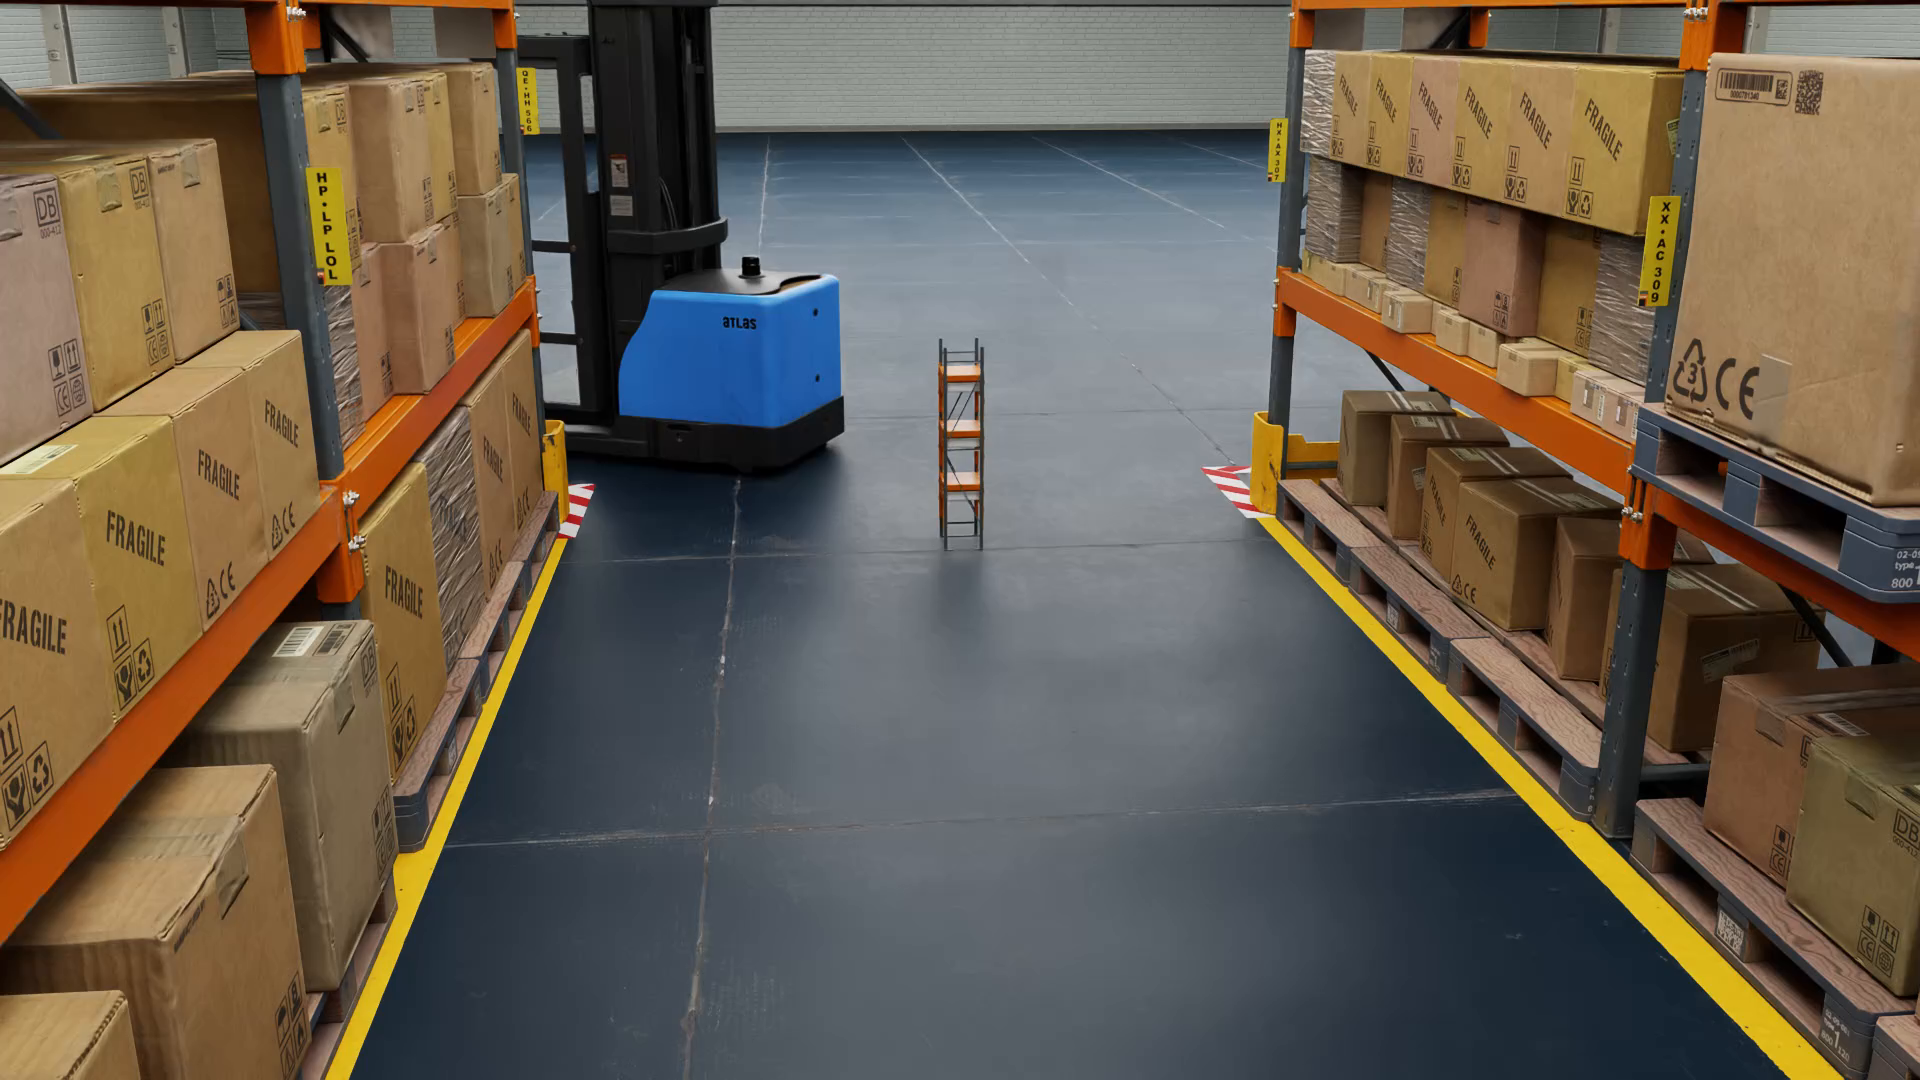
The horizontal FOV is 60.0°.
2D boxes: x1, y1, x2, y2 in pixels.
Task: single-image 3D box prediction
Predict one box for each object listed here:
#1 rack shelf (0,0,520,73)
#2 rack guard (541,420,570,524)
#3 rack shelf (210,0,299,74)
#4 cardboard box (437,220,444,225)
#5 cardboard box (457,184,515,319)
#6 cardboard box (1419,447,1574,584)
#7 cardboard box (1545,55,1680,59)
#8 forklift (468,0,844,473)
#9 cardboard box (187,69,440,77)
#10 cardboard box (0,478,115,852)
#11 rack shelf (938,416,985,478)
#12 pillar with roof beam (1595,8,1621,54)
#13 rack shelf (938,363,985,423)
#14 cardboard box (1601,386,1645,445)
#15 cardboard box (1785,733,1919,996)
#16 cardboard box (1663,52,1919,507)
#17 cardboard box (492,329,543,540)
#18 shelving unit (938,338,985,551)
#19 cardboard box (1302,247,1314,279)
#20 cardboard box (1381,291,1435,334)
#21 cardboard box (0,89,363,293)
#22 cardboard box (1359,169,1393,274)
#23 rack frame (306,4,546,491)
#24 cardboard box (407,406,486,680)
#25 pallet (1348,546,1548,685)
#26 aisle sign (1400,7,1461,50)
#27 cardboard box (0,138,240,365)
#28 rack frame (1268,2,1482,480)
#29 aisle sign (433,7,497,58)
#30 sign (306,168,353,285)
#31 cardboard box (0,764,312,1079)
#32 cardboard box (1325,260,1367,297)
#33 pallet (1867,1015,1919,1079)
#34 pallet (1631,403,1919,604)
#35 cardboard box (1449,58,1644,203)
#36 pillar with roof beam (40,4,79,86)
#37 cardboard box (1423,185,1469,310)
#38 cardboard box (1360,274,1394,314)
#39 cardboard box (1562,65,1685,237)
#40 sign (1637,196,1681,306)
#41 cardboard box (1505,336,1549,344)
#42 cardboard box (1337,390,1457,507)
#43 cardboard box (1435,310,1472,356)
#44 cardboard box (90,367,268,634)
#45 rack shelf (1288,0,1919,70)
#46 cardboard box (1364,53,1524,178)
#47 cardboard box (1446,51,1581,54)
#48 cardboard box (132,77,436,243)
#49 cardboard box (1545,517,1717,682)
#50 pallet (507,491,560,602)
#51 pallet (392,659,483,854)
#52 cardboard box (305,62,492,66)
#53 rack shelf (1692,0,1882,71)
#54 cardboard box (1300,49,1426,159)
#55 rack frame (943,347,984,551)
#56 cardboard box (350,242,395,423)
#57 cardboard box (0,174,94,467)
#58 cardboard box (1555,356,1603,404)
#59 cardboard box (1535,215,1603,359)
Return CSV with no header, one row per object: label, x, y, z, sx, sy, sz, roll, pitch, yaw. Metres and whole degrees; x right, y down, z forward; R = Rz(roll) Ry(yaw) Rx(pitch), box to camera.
rack shelf,-2.519,-2.028,6.324,1.077,0.370,4.000,-2,18,-6
rack guard,-2.727,-0.351,8.960,1.175,0.500,0.348,-2,18,-6
rack shelf,-2.106,-0.837,2.528,1.077,0.370,4.000,-2,18,-6
cardboard box,-2.534,-1.008,6.630,0.875,0.550,0.500,-2,18,-6
cardboard box,-2.563,-1.336,7.673,0.875,0.550,0.550,-2,18,-6
cardboard box,2.408,-0.117,7.513,0.500,0.500,0.500,0,17,0
cardboard box,2.671,-1.723,6.824,0.500,0.500,0.500,-2,18,-6
forklift,-2.316,-2.045,10.299,3.031,2.935,1.130,6,18,18
cardboard box,-2.654,-1.679,6.965,0.875,0.550,0.550,-2,18,-6
cardboard box,-1.834,0.207,2.843,0.500,0.500,0.500,-2,18,-6
rack shelf,0.006,-0.475,8.472,0.215,0.259,0.240,-2,18,-6
pillar with roof beam,10.556,-13.604,36.986,9.100,9.000,0.400,-2,18,-6
rack shelf,0.006,-0.746,8.387,0.215,0.259,0.240,-2,18,-6
cardboard box,2.317,-0.403,5.372,0.380,0.149,0.250,-2,18,-6
cardboard box,2.704,0.841,4.428,0.700,0.500,0.500,-2,18,-6
cardboard box,2.574,-0.713,4.239,1.000,1.000,1.000,-2,18,-5
cardboard box,-2.589,-0.523,8.181,0.875,0.875,0.875,-2,18,-5
shelving unit,0.006,-0.485,8.469,0.215,1.050,0.252,-2,18,-6
cardboard box,2.011,-1.447,8.699,0.380,0.149,0.250,-2,18,-6
cardboard box,2.070,-0.997,7.266,0.380,0.149,0.250,-2,18,-6
cardboard box,-2.316,-1.042,4.936,0.875,0.550,0.550,-2,18,-6
cardboard box,2.419,-1.539,7.908,0.875,0.500,0.500,-2,18,-6
rack frame,-2.725,-1.536,8.563,1.000,3.000,0.127,-2,18,-6
cardboard box,-2.404,0.011,6.481,0.875,0.875,0.875,-2,18,-5
pallet,2.398,0.299,7.371,1.003,0.211,1.213,-2,18,-6
aisle sign,2.511,-2.928,8.654,0.394,0.787,0.004,-2,18,-6
cardboard box,-2.255,-0.722,4.132,0.700,0.500,0.500,-2,18,-7
rack frame,2.219,-1.660,8.955,1.000,3.000,0.127,-2,18,-6
aisle sign,-2.434,-2.807,8.271,0.394,0.787,0.004,-2,18,-6
sign,-1.774,-0.879,4.668,0.100,0.325,0.005,-2,18,-6
cardboard box,-2.063,0.998,3.545,1.050,0.750,0.750,-2,18,-6
cardboard box,2.029,-1.297,8.221,0.380,0.149,0.250,-2,18,-6
pallet,2.842,1.459,3.678,1.003,0.211,1.213,-2,18,-6
pallet,2.566,-0.144,4.448,1.003,0.211,1.213,-2,18,-6
cardboard box,2.208,-1.558,6.299,0.500,0.500,0.500,-2,18,-6
pillar with roof beam,-11.593,-11.109,29.040,9.100,9.000,0.400,-2,18,-6
cardboard box,2.468,-1.240,6.954,0.875,0.500,0.500,-2,18,-6
cardboard box,2.094,-1.149,7.748,0.380,0.149,0.250,-2,18,-6
cardboard box,2.312,-1.260,5.350,0.500,0.500,0.500,-2,18,-6
sign,2.093,-0.862,4.969,0.100,0.325,0.005,-2,18,-6
cardboard box,2.303,-0.704,6.330,0.380,0.149,0.250,-2,18,-6
cardboard box,2.267,-0.481,8.673,0.500,0.500,0.500,1,17,5
cardboard box,2.177,-0.850,6.797,0.380,0.149,0.250,-2,18,-6
cardboard box,-1.940,-0.095,3.804,0.500,0.500,0.500,-2,18,-6
rack shelf,2.425,-2.152,6.716,1.077,0.370,4.000,-2,18,-6
cardboard box,2.102,-1.856,7.248,0.500,0.500,0.500,-2,18,-6
cardboard box,2.579,-2.021,7.774,0.500,0.500,0.500,-2,18,-6
cardboard box,-2.407,-1.368,5.973,0.875,0.550,0.550,-2,18,-6
cardboard box,2.564,0.234,6.397,0.500,0.500,0.500,4,18,12
pallet,-2.565,0.030,8.230,1.003,0.211,1.213,-2,18,-6
pallet,-2.313,0.757,5.914,1.003,0.211,1.213,-2,18,-6
cardboard box,-2.725,-2.011,8.023,0.875,0.550,0.550,-2,18,-6
rack shelf,2.838,-0.960,2.920,1.077,0.370,4.000,-2,18,-6
cardboard box,2.005,-2.154,8.197,0.500,0.500,0.500,-2,18,-6
rack frame,0.018,-0.449,8.353,0.200,1.050,0.008,-2,18,-6
cardboard box,-2.441,-0.689,5.613,0.875,0.550,0.550,-2,18,-6
cardboard box,-2.148,-0.418,3.164,0.700,0.500,0.500,-2,18,-5
cardboard box,2.335,-0.554,5.853,0.380,0.149,0.250,-2,18,-6
cardboard box,2.630,-0.943,6.011,0.875,0.500,0.500,-2,18,-6
